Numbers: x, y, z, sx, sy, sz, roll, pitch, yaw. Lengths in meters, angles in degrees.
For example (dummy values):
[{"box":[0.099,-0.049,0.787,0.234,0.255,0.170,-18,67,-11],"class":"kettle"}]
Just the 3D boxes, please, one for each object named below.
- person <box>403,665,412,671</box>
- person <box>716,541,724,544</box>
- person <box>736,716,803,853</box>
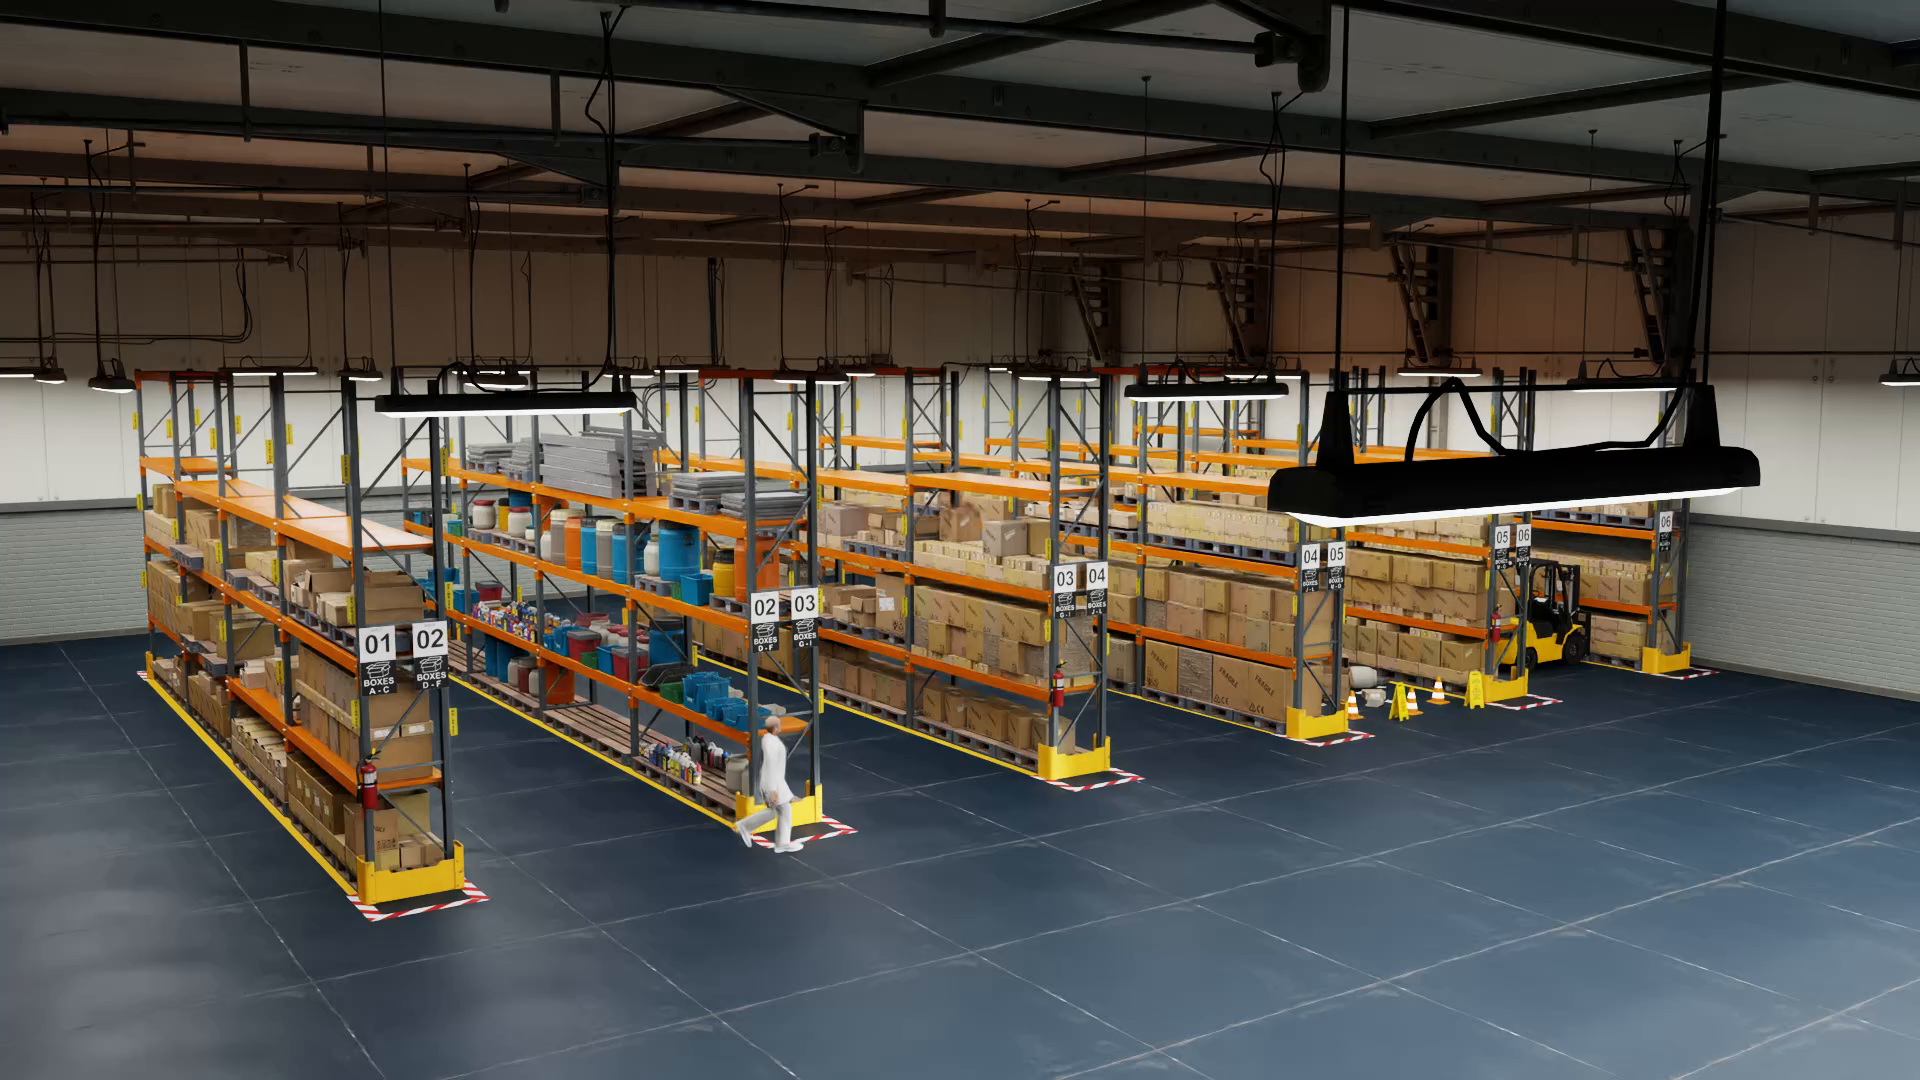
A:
[{"box":[-10.359,1.983,30.729,0.534,1.725,1.068,-4,8,-31],"class":"person"},{"box":[-5.966,0.829,41.426,0.516,1.621,1.034,-5,8,-36],"class":"person"},{"box":[-2.421,3.127,21.061,0.846,1.654,0.624,-1,7,-9],"class":"person"}]
